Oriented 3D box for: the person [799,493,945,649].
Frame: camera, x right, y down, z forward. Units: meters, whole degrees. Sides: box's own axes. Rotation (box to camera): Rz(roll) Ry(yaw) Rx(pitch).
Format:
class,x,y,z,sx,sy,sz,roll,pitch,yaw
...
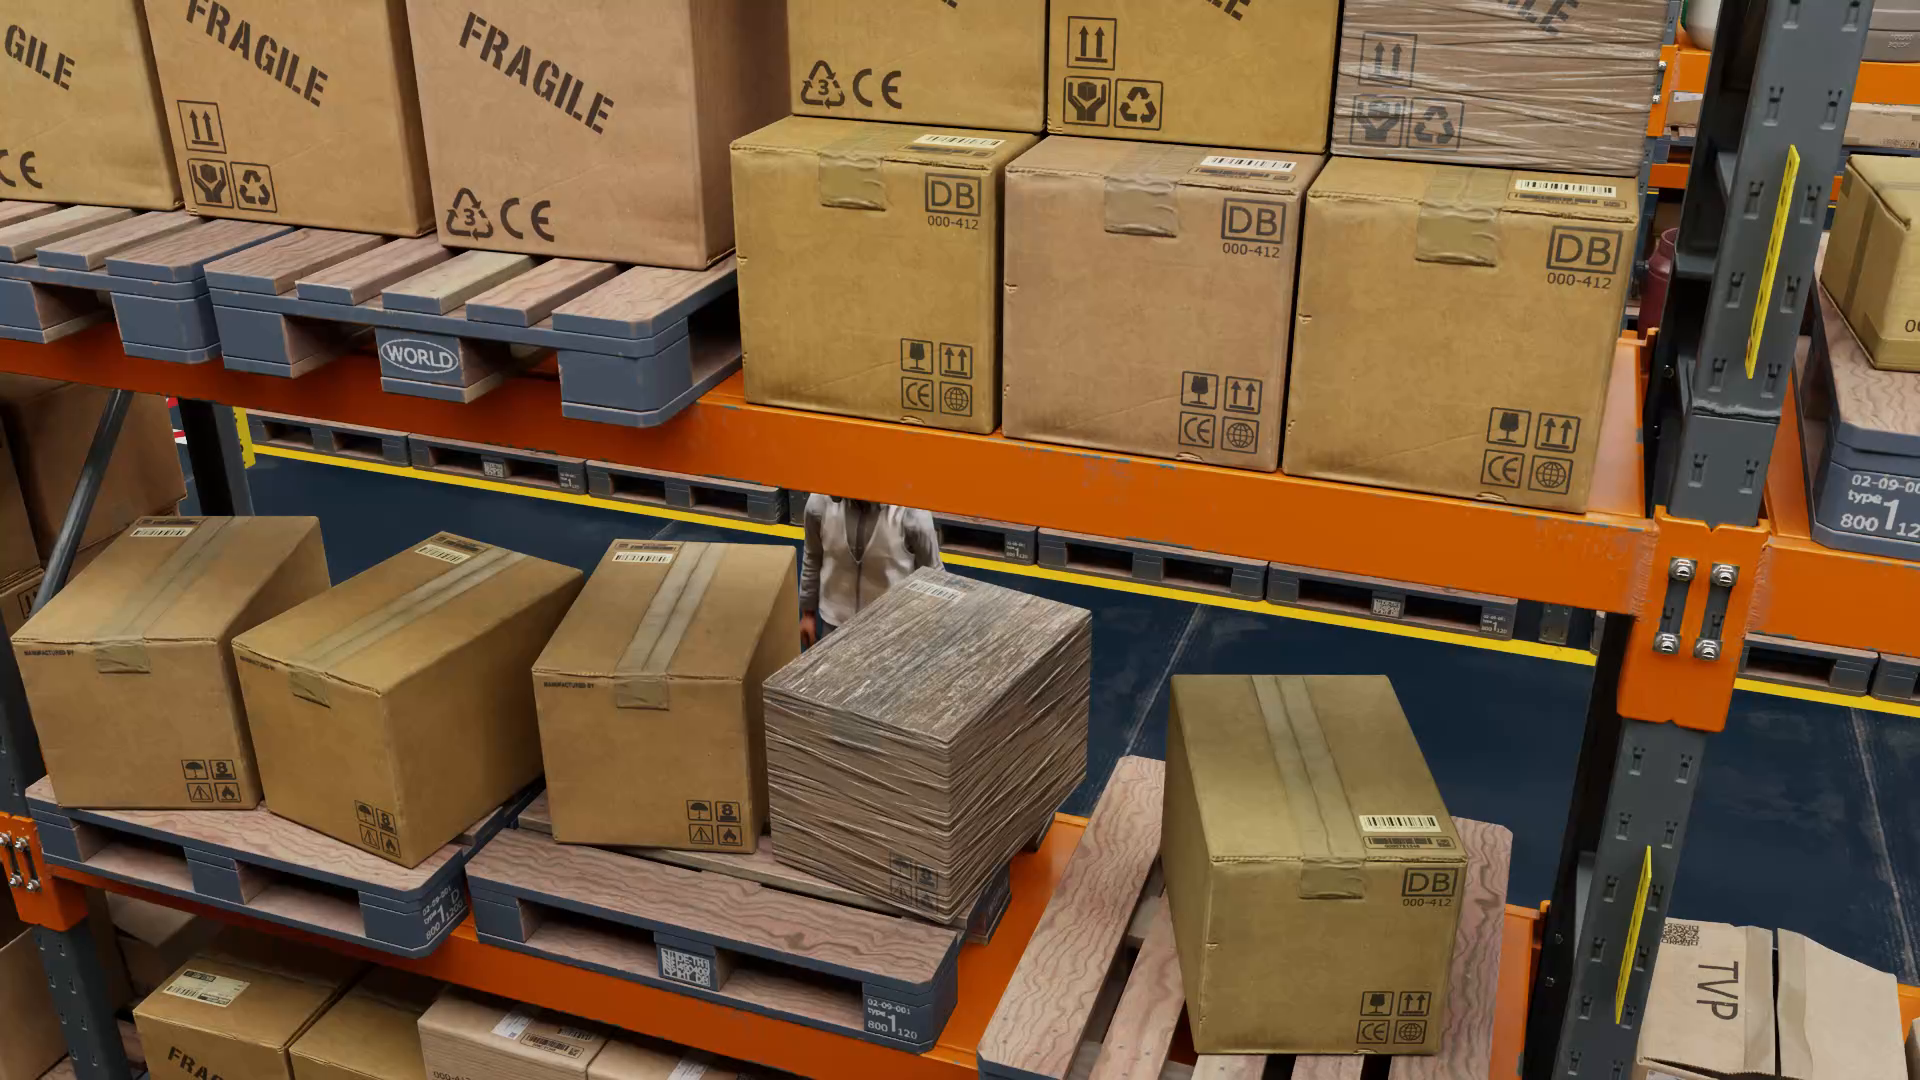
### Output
class,x,y,z,sx,sy,sz,roll,pitch,yaw
person,-0.347,0.324,6.403,0.578,1.770,0.463,8,27,17
